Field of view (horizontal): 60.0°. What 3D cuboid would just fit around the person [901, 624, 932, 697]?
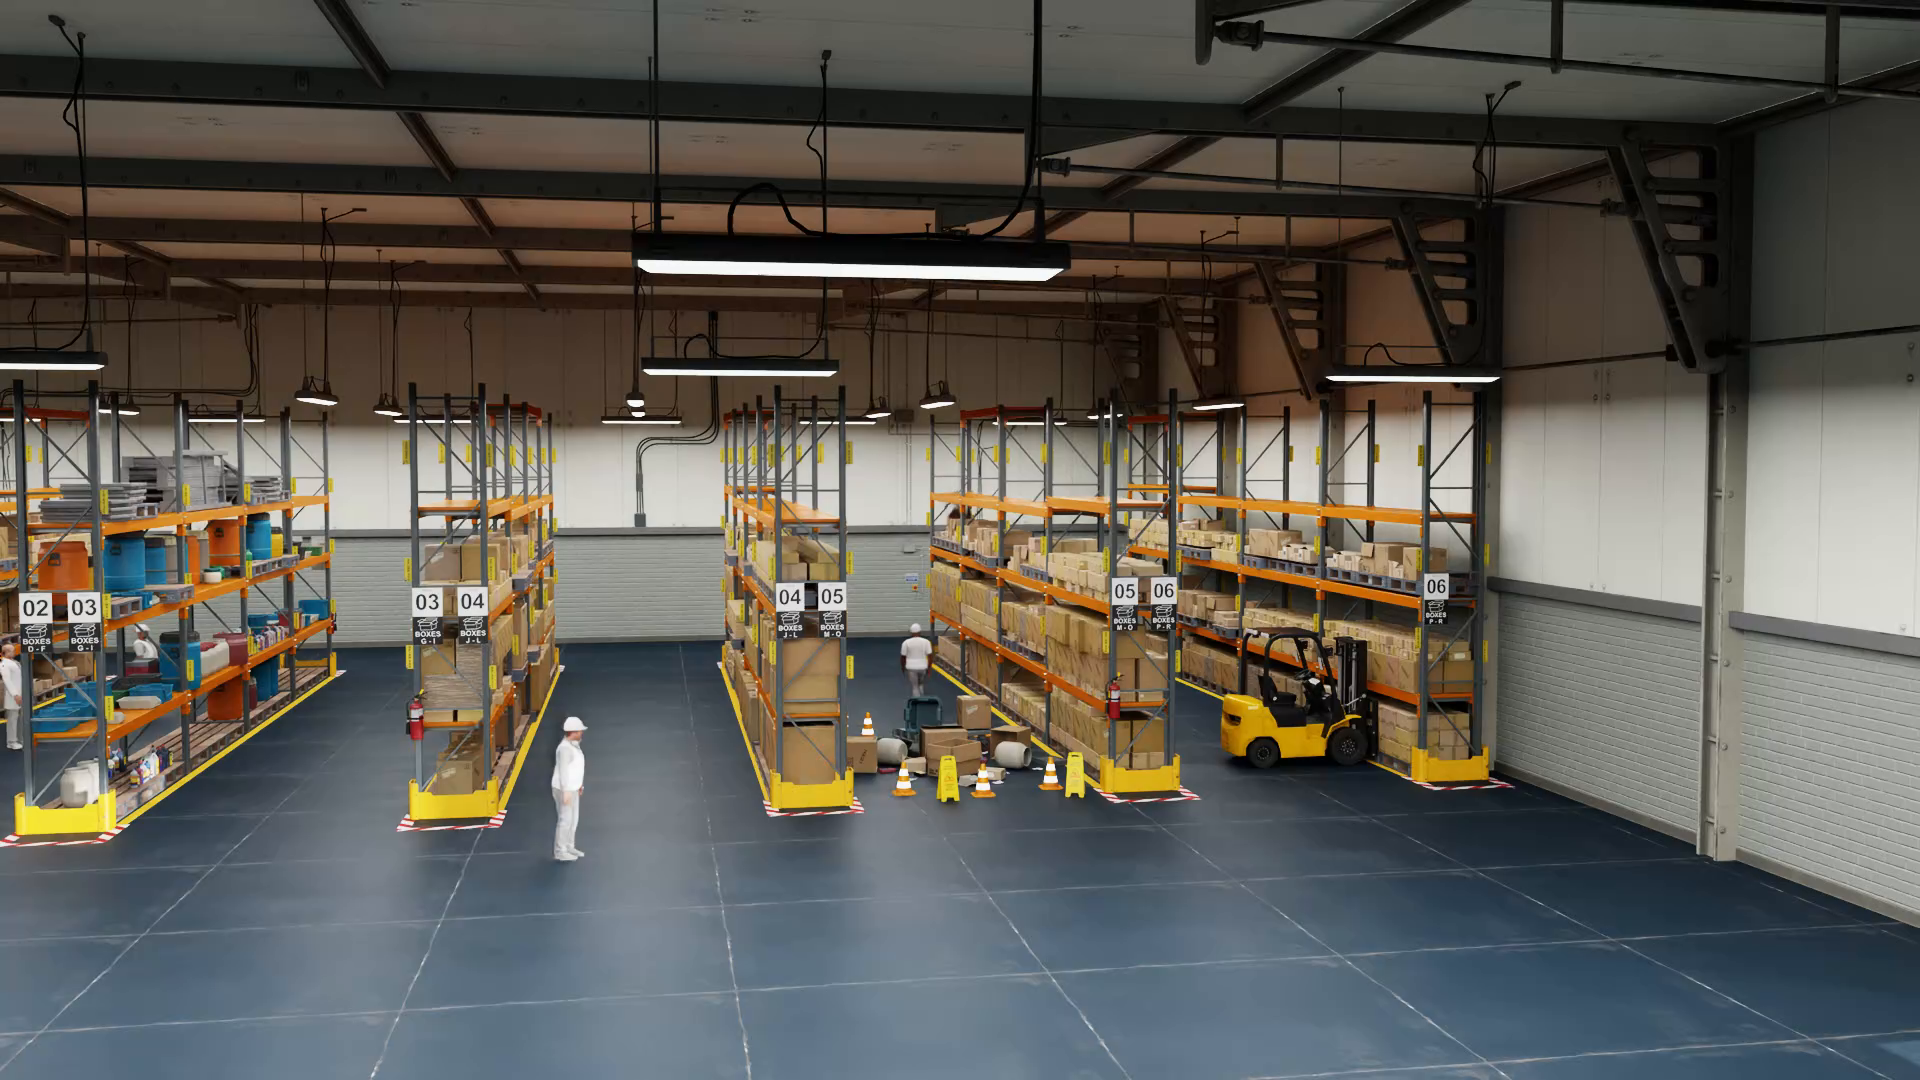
[{"bbox_3d":[-0.862,2.500,32.000,0.565,1.795,0.692,-1,3,-21],"label":"person"}]

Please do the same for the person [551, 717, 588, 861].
[{"bbox_3d":[-4.835,3.075,20.621,0.450,1.780,0.567,0,3,1],"label":"person"}]

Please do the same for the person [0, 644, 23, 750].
[{"bbox_3d":[-16.140,2.694,28.458,0.558,1.832,0.669,0,3,8],"label":"person"}]

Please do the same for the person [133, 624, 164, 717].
[{"bbox_3d":[-15.482,2.517,31.727,0.611,1.833,0.591,1,3,19],"label":"person"}]
